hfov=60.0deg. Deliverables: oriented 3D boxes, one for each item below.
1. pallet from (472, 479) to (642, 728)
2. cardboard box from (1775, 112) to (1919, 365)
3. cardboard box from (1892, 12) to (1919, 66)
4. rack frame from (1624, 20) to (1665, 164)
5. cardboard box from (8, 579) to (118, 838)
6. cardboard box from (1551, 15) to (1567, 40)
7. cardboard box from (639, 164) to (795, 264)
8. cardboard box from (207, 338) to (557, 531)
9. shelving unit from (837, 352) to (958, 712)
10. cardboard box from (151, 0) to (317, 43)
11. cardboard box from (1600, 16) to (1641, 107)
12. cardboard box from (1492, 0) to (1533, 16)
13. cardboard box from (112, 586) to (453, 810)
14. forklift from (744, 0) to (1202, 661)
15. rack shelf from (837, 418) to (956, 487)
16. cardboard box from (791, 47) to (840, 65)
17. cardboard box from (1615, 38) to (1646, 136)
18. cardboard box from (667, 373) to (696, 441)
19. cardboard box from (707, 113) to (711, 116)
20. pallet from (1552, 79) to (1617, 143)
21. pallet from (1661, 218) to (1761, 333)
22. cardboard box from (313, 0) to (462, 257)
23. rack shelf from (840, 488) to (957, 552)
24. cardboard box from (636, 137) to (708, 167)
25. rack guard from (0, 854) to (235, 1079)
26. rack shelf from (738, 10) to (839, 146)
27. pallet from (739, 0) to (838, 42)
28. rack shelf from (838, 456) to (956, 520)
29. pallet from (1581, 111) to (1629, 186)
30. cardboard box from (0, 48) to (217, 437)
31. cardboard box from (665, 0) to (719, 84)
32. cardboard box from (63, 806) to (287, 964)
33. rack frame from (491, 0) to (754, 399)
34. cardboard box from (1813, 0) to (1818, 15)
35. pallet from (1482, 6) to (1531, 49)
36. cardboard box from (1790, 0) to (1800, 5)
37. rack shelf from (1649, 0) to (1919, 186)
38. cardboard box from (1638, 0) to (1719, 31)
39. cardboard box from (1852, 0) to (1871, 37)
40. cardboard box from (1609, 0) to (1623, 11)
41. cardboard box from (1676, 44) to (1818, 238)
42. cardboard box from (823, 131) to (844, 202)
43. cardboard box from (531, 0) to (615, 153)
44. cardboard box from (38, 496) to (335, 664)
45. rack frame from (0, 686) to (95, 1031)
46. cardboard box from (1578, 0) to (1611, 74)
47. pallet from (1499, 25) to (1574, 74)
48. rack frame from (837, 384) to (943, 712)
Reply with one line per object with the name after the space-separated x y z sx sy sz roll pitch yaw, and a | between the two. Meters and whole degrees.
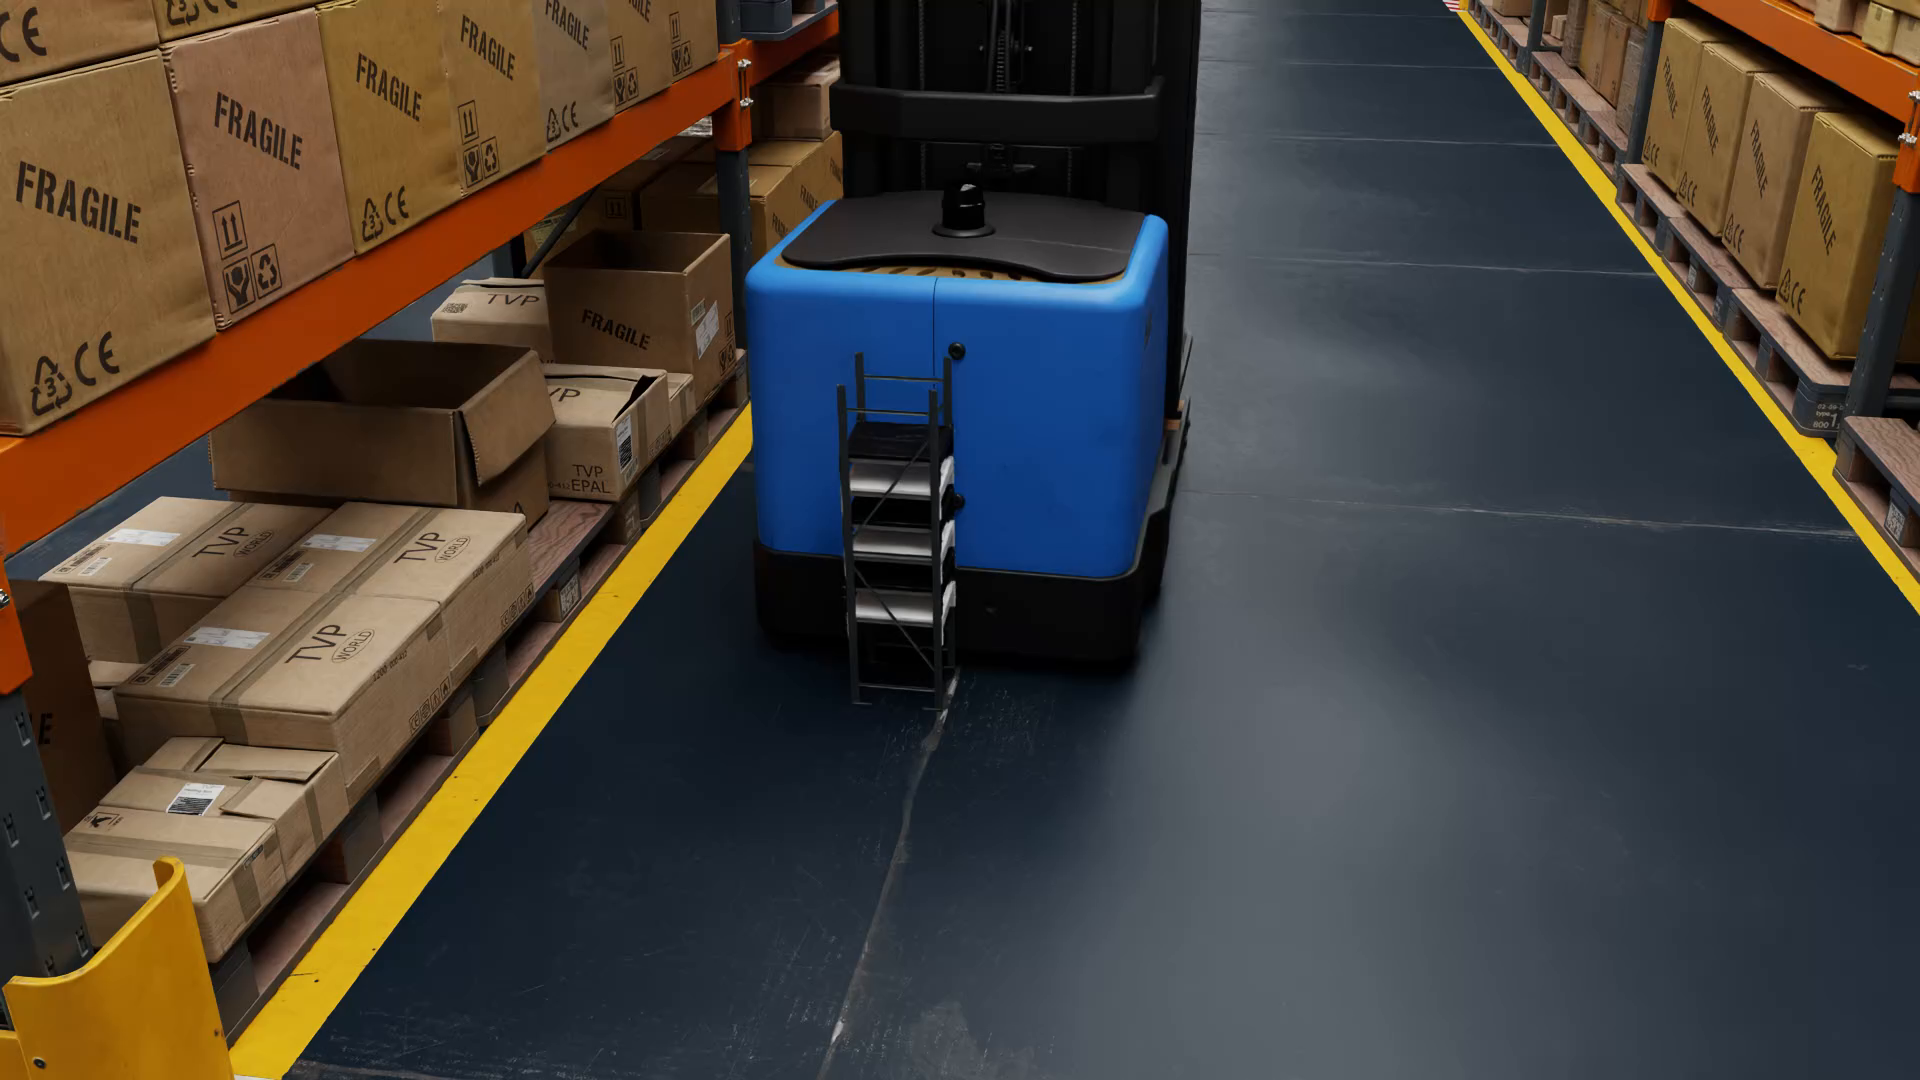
-1.595 0.099 4.789 1.003 0.211 1.213 4 25 9 | pallet
3.581 -1.118 6.141 0.750 0.750 0.750 4 25 9 | cardboard box
3.379 -1.677 5.567 0.380 0.149 0.250 4 25 9 | cardboard box
4.256 -3.294 8.749 1.000 3.000 0.127 4 25 9 | rack frame
-2.093 0.399 3.289 0.500 0.500 0.500 4 25 9 | cardboard box
4.968 -4.109 13.312 0.380 0.166 0.250 1 25 2 | cardboard box
-0.965 -1.215 6.737 0.500 0.500 0.500 3 25 6 | cardboard box
-1.587 -0.245 4.661 0.797 0.503 0.637 4 25 9 | cardboard box
-0.151 -0.009 4.194 0.258 0.900 0.210 4 29 8 | shelving unit
-1.528 -1.174 2.923 0.500 0.500 0.500 4 25 9 | cardboard box
4.575 -3.083 10.727 0.700 0.500 0.500 4 25 8 | cardboard box
5.100 -4.882 14.571 0.700 0.500 0.500 2 25 5 | cardboard box
-1.488 0.340 3.711 0.500 0.250 0.500 4 25 9 | cardboard box
0.222 -1.606 5.224 1.130 2.935 3.031 5 25 10 | forklift
-0.153 -0.217 4.081 0.258 0.077 0.200 4 29 8 | rack shelf
-0.721 -2.183 7.920 0.500 0.250 0.500 4 25 8 | cardboard box
4.323 -2.666 9.836 0.700 0.500 0.500 4 25 9 | cardboard box
-1.100 -0.452 5.520 0.380 0.149 0.250 4 25 9 | cardboard box
-1.235 -1.885 8.168 0.500 0.500 0.500 3 25 7 | cardboard box
4.587 -2.866 11.125 1.003 0.211 1.213 4 25 9 | pallet
3.852 -1.198 7.560 1.003 0.211 1.213 4 25 9 | pallet
-1.442 -0.928 3.576 0.500 0.500 0.500 4 25 8 | cardboard box
-0.152 -0.059 4.167 0.258 0.077 0.200 4 29 8 | rack shelf
-1.398 -1.462 7.265 0.500 0.500 0.500 4 25 9 | cardboard box
-1.926 0.811 2.928 1.175 0.500 0.348 4 25 9 | rack guard
-0.958 -2.473 7.844 1.077 0.370 4.000 4 25 9 | rack shelf
-1.047 -2.202 6.643 1.003 0.211 1.213 4 25 9 | pallet
-0.152 -0.138 4.124 0.258 0.077 0.200 4 29 8 | rack shelf
4.386 -2.358 10.038 1.003 0.211 1.213 4 25 9 | pallet
-1.606 -0.502 2.667 0.500 0.500 0.500 5 25 10 | cardboard box
-1.113 -1.781 5.399 0.500 0.500 0.500 4 25 9 | cardboard box
-1.531 0.651 3.165 0.380 0.149 0.250 4 25 9 | cardboard box
-1.285 -1.962 5.904 1.000 3.000 0.127 4 25 9 | rack frame
3.574 -2.102 6.475 0.380 0.149 0.250 4 25 9 | cardboard box
5.182 -4.499 14.612 1.003 0.211 1.213 4 25 9 | pallet
3.684 -2.316 6.932 0.380 0.149 0.250 5 26 10 | cardboard box
3.930 -2.132 7.114 1.077 0.370 4.000 4 25 9 | rack shelf
4.478 -3.239 10.177 0.500 0.250 0.500 4 25 10 | cardboard box
3.483 -1.889 6.021 0.380 0.149 0.250 5 26 10 | cardboard box
4.656 -3.662 11.081 0.500 0.250 0.500 3 25 7 | cardboard box
3.857 -1.846 7.696 0.750 0.750 0.750 4 25 8 | cardboard box
-0.800 -1.647 7.661 0.500 0.500 0.500 4 25 9 | cardboard box
-1.278 -1.350 4.478 0.500 0.500 0.500 5 25 10 | cardboard box
-1.908 0.117 4.187 0.500 0.250 0.500 4 25 9 | cardboard box
-1.935 -0.289 2.330 0.949 2.616 0.053 4 25 9 | rack frame
4.771 -3.505 11.630 0.700 0.500 0.500 4 25 7 | cardboard box
4.985 -3.987 13.519 1.003 0.211 1.213 4 25 9 | pallet
-0.167 0.039 4.105 0.240 0.900 0.006 4 29 8 | rack frame
